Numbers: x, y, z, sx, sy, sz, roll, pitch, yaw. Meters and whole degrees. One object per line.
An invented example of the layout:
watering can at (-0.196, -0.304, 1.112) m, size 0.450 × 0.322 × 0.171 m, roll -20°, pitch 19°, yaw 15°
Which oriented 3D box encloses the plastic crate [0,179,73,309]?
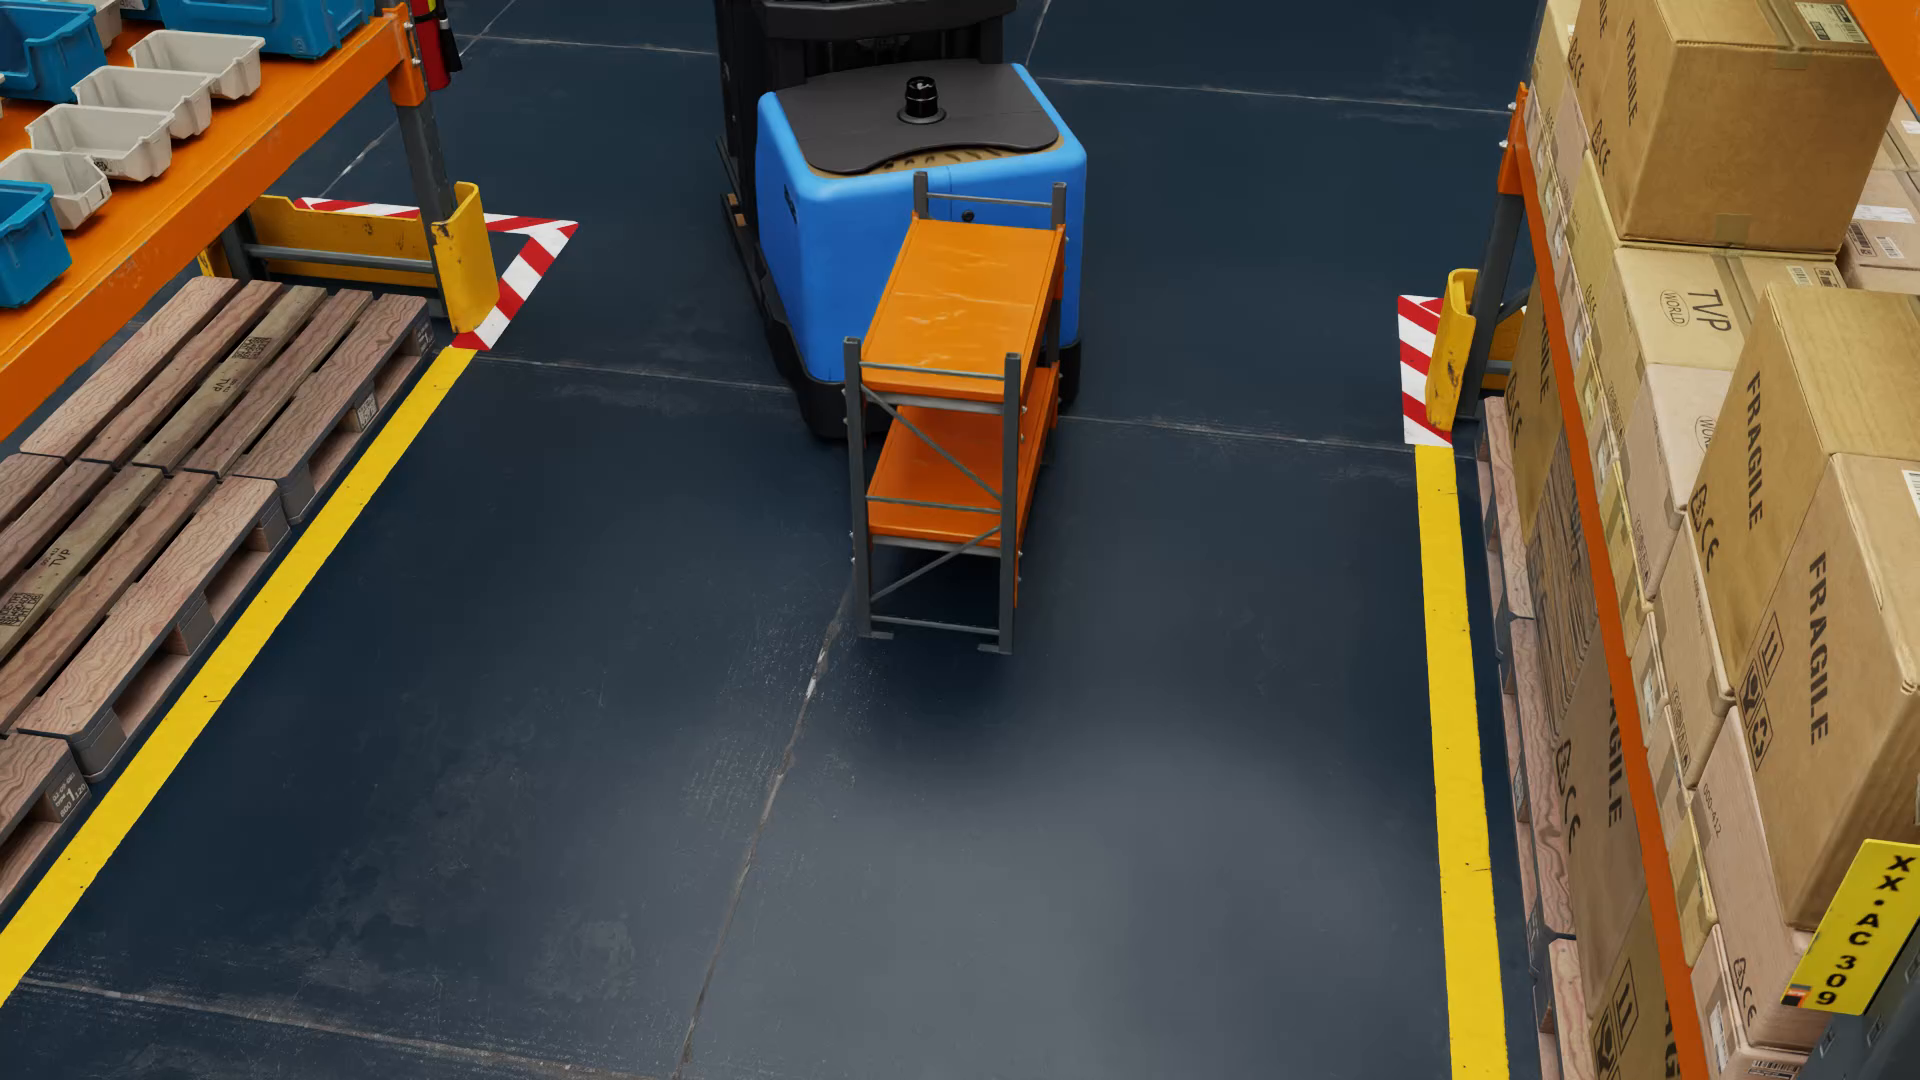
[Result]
plastic crate at (-2.620, -0.787, 4.433) m, size 0.416 × 0.233 × 0.300 m, roll 6°, pitch 40°, yaw 8°

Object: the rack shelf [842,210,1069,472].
rack shelf at (0.009, -0.647, 5.191) m, size 0.538 × 0.278 × 1.000 m, roll 6°, pitch 40°, yaw 8°

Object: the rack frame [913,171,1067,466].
rack frame at (0.096, -0.741, 5.763) m, size 0.500 × 1.125 × 0.032 m, roll 6°, pitch 40°, yaw 8°

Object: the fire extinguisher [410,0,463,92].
fire extinguisher at (-2.044, -2.017, 6.189) m, size 0.296 × 0.674 × 0.183 m, roll 6°, pitch 40°, yaw 8°

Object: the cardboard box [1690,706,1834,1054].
cardboard box at (1.487, 0.548, 2.618) m, size 0.500 × 0.250 × 0.500 m, roll 6°, pitch 40°, yaw 7°

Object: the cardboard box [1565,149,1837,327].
cardboard box at (1.838, -0.743, 4.179) m, size 0.500 × 0.250 × 0.500 m, roll 5°, pitch 40°, yaw 6°

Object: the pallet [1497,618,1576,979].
pallet at (2.086, 0.749, 4.679) m, size 1.003 × 0.211 × 1.213 m, roll 6°, pitch 40°, yaw 8°

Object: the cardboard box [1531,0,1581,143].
cardboard box at (2.012, -1.385, 4.956) m, size 0.500 × 0.250 × 0.500 m, roll 5°, pitch 40°, yaw 6°

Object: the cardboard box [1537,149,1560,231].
cardboard box at (1.888, -0.995, 4.796) m, size 0.380 × 0.149 × 0.250 m, roll 6°, pitch 40°, yaw 7°

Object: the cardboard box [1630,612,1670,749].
cardboard box at (1.532, 0.296, 3.235) m, size 0.380 × 0.149 × 0.250 m, roll 7°, pitch 40°, yaw 9°

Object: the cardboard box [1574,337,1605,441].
cardboard box at (1.710, -0.351, 4.018) m, size 0.380 × 0.149 × 0.250 m, roll 5°, pitch 40°, yaw 7°

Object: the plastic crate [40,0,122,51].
plastic crate at (-3.021, -1.757, 5.680) m, size 0.250 × 0.136 × 0.298 m, roll 6°, pitch 40°, yaw 8°

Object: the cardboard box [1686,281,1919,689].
cardboard box at (1.576, -0.067, 2.773) m, size 0.500 × 0.500 × 0.500 m, roll 7°, pitch 40°, yaw 8°

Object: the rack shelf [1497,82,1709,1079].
rack shelf at (2.015, -0.067, 4.042) m, size 1.077 × 0.370 × 4.000 m, roll 6°, pitch 40°, yaw 8°

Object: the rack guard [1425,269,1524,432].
rack guard at (2.365, -0.652, 6.146) m, size 1.175 × 0.500 × 0.348 m, roll 6°, pitch 40°, yaw 8°

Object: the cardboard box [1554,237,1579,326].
cardboard box at (1.799, -0.672, 4.405) m, size 0.380 × 0.149 × 0.250 m, roll 6°, pitch 40°, yaw 7°

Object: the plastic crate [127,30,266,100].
plastic crate at (-2.480, -1.536, 5.413) m, size 0.396 × 0.136 × 0.243 m, roll 6°, pitch 40°, yaw 8°

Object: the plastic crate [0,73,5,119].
plastic crate at (-3.139, -1.331, 5.166) m, size 0.250 × 0.136 × 0.298 m, roll 6°, pitch 40°, yaw 8°

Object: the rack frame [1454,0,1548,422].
rack frame at (2.361, -1.600, 5.331) m, size 1.000 × 3.000 × 0.127 m, roll 6°, pitch 40°, yaw 8°

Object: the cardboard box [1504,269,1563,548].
cardboard box at (2.329, -0.532, 5.378) m, size 0.875 × 0.875 × 0.875 m, roll 6°, pitch 40°, yaw 8°

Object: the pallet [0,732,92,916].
pallet at (-3.120, 0.973, 4.407) m, size 1.003 × 0.211 × 1.213 m, roll 6°, pitch 40°, yaw 8°

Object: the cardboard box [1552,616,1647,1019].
cardboard box at (2.017, 0.597, 4.011) m, size 0.875 × 0.875 × 0.875 m, roll 6°, pitch 40°, yaw 8°

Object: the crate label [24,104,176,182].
crate label at (-2.569, -1.178, 4.981) m, size 0.396 × 0.136 × 0.243 m, roll 6°, pitch 40°, yaw 8°

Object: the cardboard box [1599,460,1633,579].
cardboard box at (1.621, -0.027, 3.625) m, size 0.380 × 0.149 × 0.250 m, roll 6°, pitch 40°, yaw 7°

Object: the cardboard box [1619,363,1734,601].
cardboard box at (1.662, -0.098, 3.398) m, size 0.500 × 0.250 × 0.500 m, roll 7°, pitch 40°, yaw 9°

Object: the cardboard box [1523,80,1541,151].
cardboard box at (1.974, -1.317, 5.186) m, size 0.380 × 0.149 × 0.250 m, roll 7°, pitch 40°, yaw 8°

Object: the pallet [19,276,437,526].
pallet at (-2.698, -0.558, 6.259) m, size 1.003 × 0.211 × 1.213 m, roll 6°, pitch 40°, yaw 8°

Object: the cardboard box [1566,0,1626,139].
cardboard box at (1.925, -1.360, 4.337) m, size 0.500 × 0.500 × 0.500 m, roll 5°, pitch 40°, yaw 7°

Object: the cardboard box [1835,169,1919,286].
cardboard box at (2.362, -0.686, 4.109) m, size 0.500 × 0.250 × 0.500 m, roll 5°, pitch 40°, yaw 6°

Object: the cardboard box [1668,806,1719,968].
cardboard box at (1.443, 0.618, 2.846) m, size 0.380 × 0.149 × 0.250 m, roll 7°, pitch 40°, yaw 9°

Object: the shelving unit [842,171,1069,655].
shelving unit at (0.009, -0.422, 5.377) m, size 0.538 × 1.125 × 1.048 m, roll 6°, pitch 40°, yaw 8°

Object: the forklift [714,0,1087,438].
forklift at (-0.435, -2.449, 6.412) m, size 1.130 × 2.935 × 3.031 m, roll -10°, pitch 41°, yaw -12°
